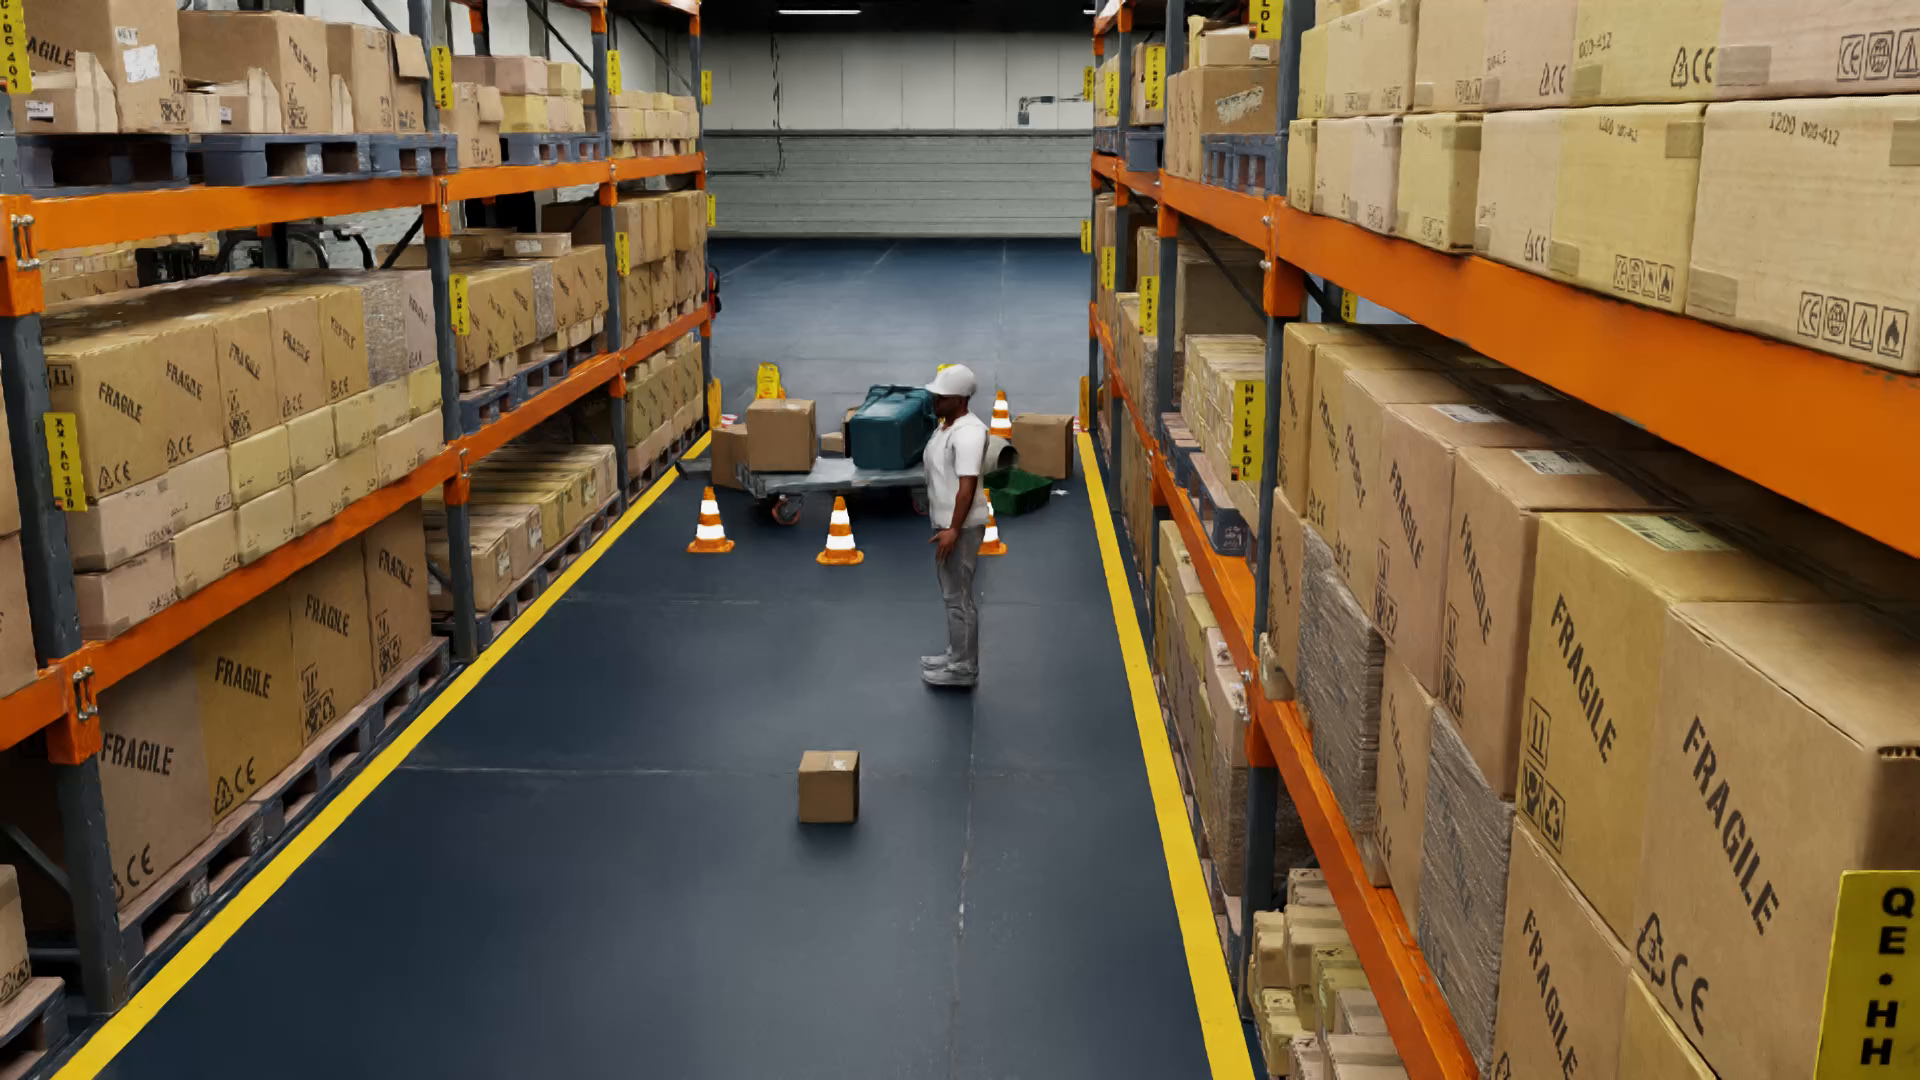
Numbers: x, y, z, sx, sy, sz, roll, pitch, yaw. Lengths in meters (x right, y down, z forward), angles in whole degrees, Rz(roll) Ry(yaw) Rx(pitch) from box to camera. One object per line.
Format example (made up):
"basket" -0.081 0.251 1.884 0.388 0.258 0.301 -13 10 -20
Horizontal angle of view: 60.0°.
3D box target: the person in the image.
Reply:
"person" -0.038 -0.081 9.171 0.384 1.772 0.627 -3 14 -10
